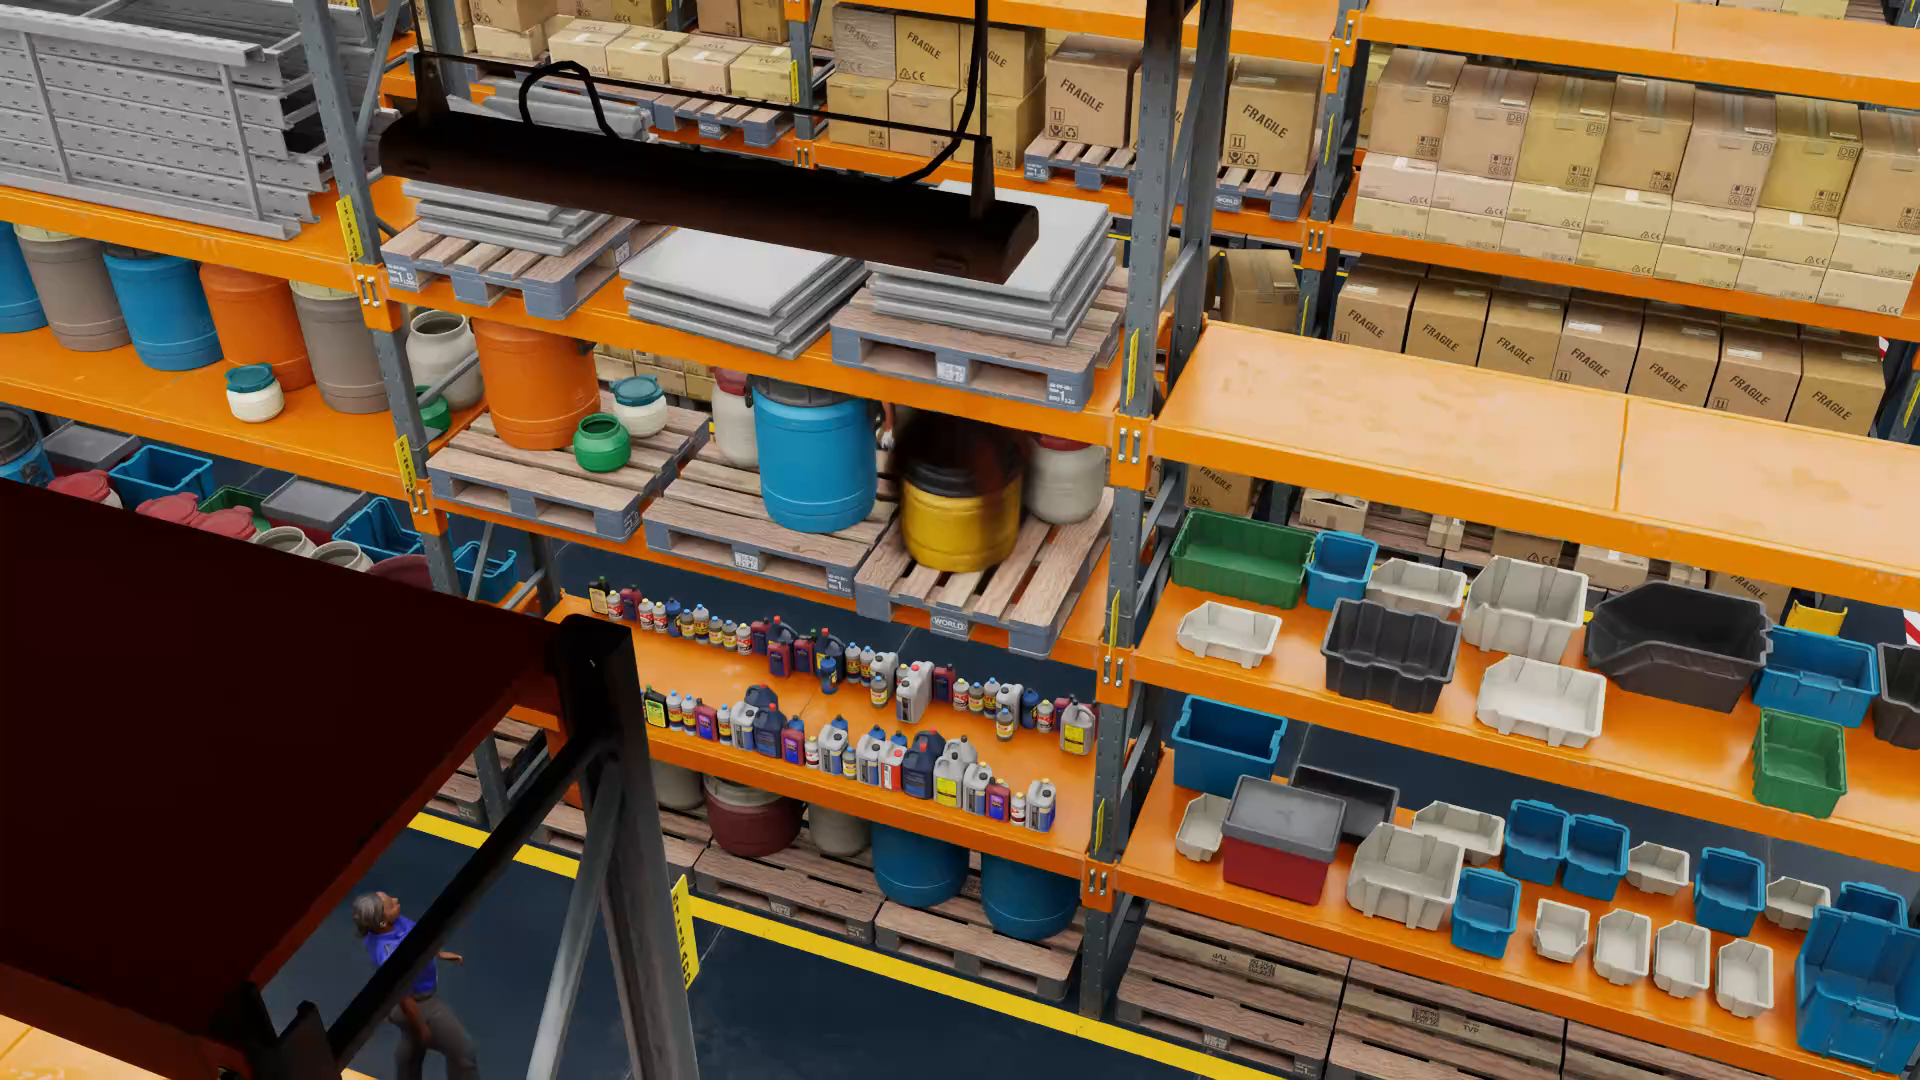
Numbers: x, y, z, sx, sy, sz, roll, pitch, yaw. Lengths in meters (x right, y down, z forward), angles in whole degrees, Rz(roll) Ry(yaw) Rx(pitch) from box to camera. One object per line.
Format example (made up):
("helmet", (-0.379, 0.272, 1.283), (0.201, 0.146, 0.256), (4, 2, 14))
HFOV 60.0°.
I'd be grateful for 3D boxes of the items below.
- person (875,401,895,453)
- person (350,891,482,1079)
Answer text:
("person", (-0.843, -0.780, 12.704), (0.591, 1.830, 0.591), (26, 44, 31))
("person", (-2.763, 2.384, 8.584), (0.584, 1.698, 0.493), (-12, 38, -15))
